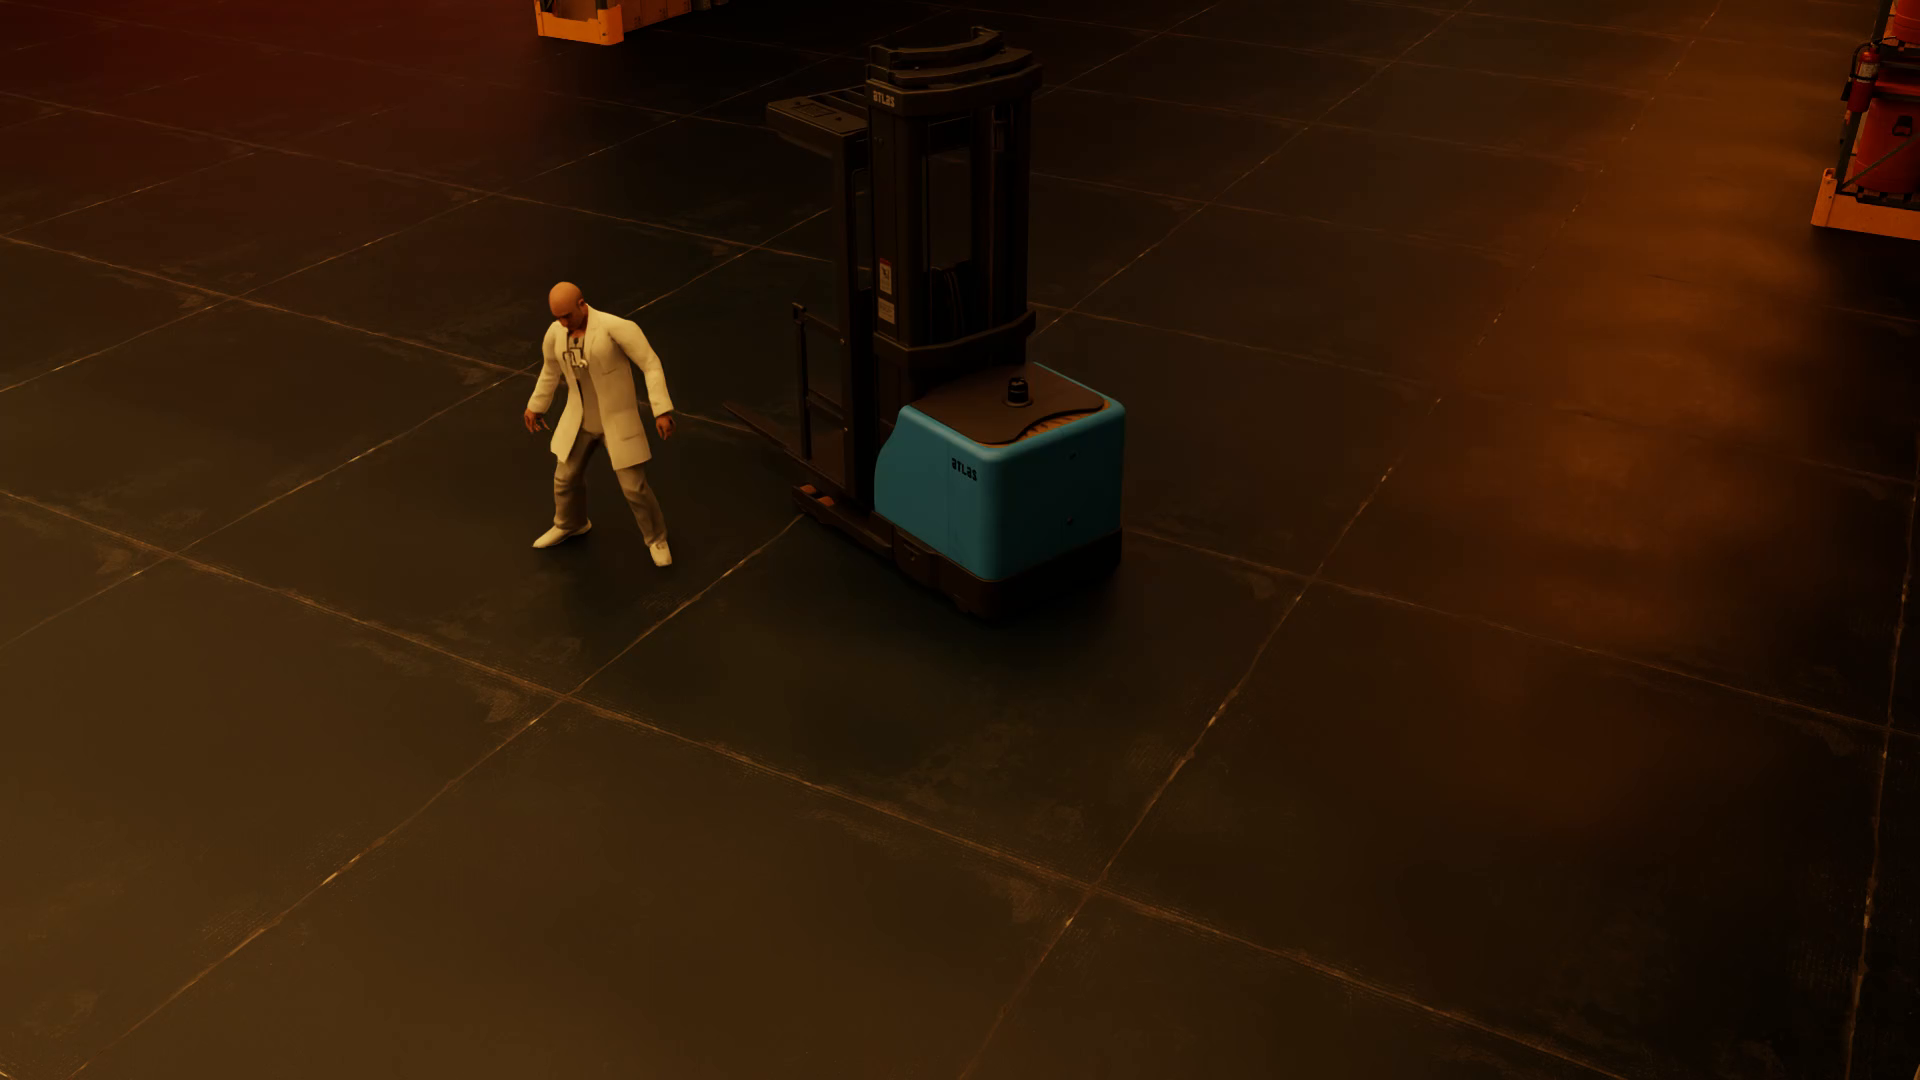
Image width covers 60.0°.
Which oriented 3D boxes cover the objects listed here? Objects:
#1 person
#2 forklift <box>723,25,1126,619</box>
[{"bbox_3d":[-2.061,-0.671,9.483,0.985,1.735,0.409,8,31,13],"label":"person"},{"bbox_3d":[-0.382,-1.507,9.682,1.130,2.935,3.031,-22,37,-33],"label":"forklift"}]
